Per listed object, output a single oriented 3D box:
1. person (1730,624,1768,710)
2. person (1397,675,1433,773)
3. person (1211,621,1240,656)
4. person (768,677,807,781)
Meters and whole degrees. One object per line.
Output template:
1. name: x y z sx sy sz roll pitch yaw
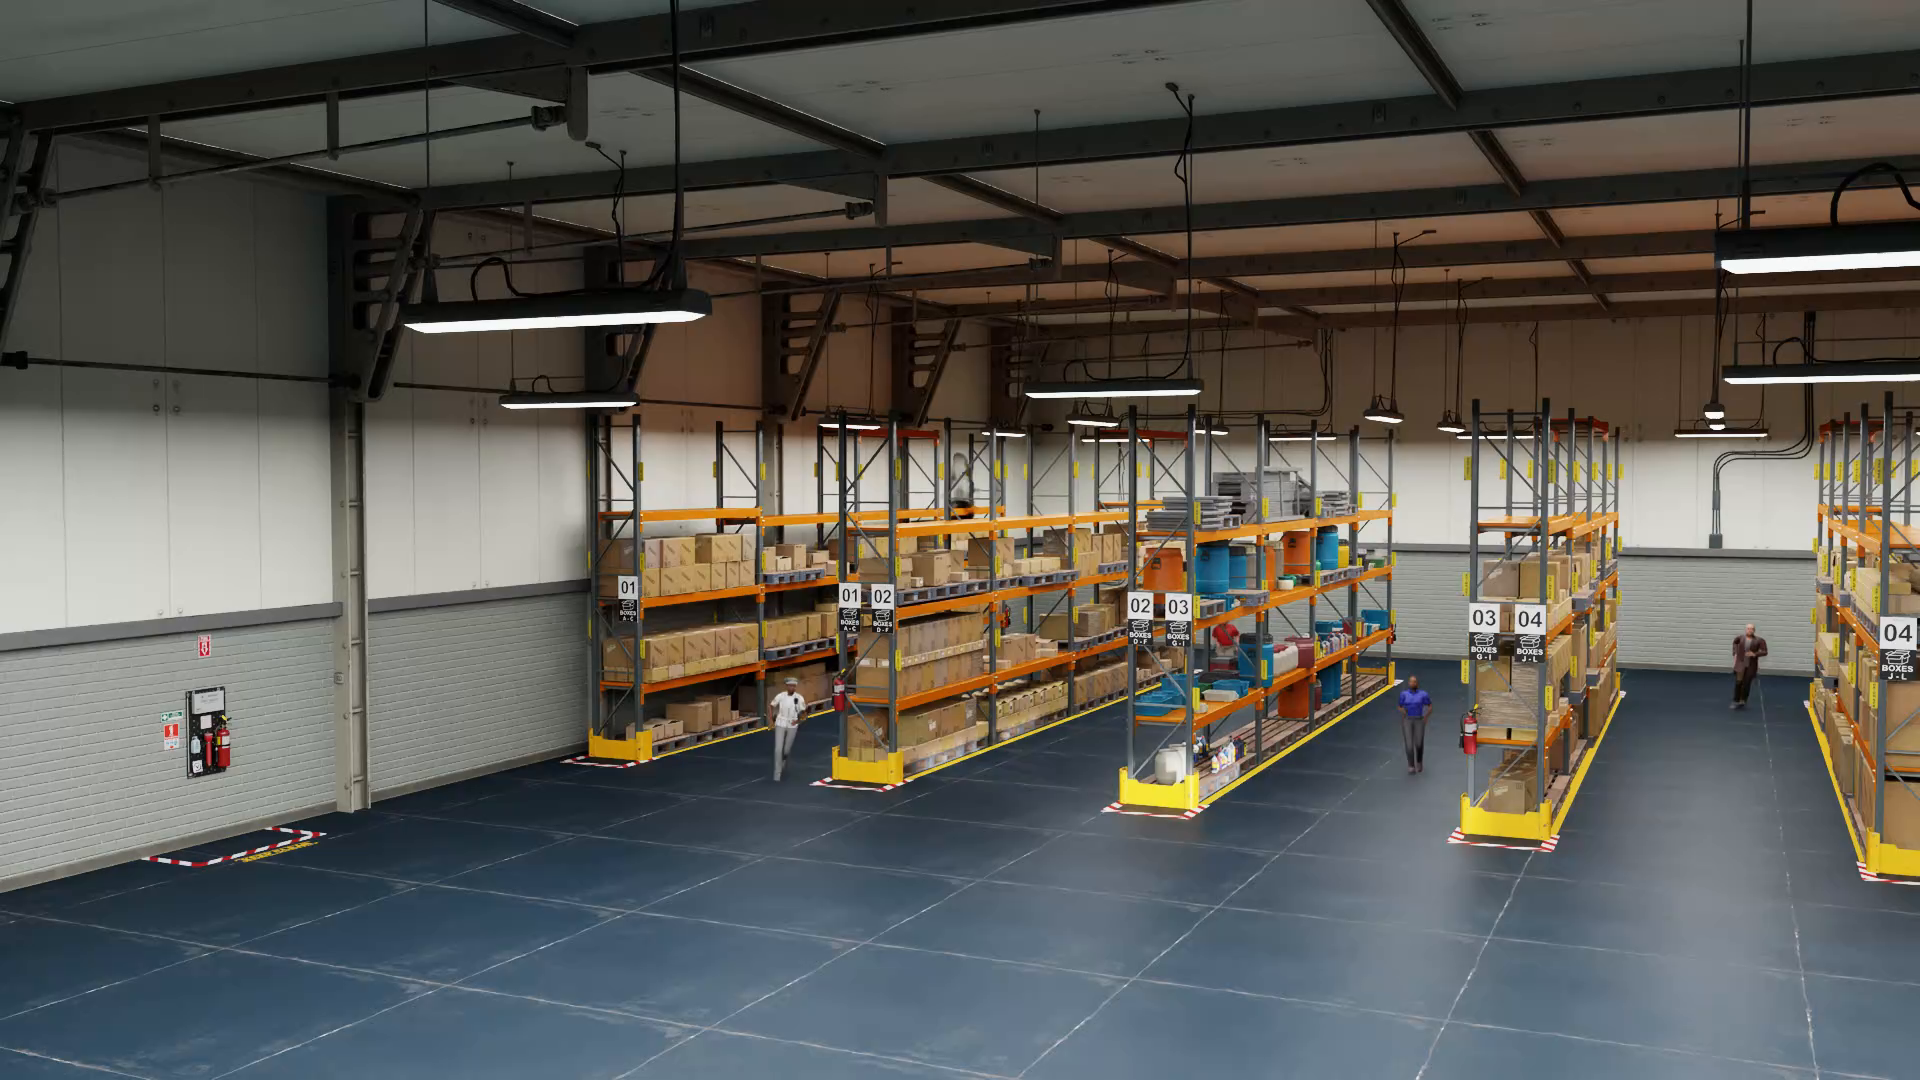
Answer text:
1. person: 16.676 2.685 35.108 0.691 1.816 0.809 1 3 30
2. person: 7.498 3.052 27.468 0.563 1.619 0.572 1 2 20
3. person: 6.160 2.570 38.675 0.648 1.678 0.661 1 2 16
4. person: -2.828 3.078 27.268 0.625 1.690 0.766 0 2 -7
